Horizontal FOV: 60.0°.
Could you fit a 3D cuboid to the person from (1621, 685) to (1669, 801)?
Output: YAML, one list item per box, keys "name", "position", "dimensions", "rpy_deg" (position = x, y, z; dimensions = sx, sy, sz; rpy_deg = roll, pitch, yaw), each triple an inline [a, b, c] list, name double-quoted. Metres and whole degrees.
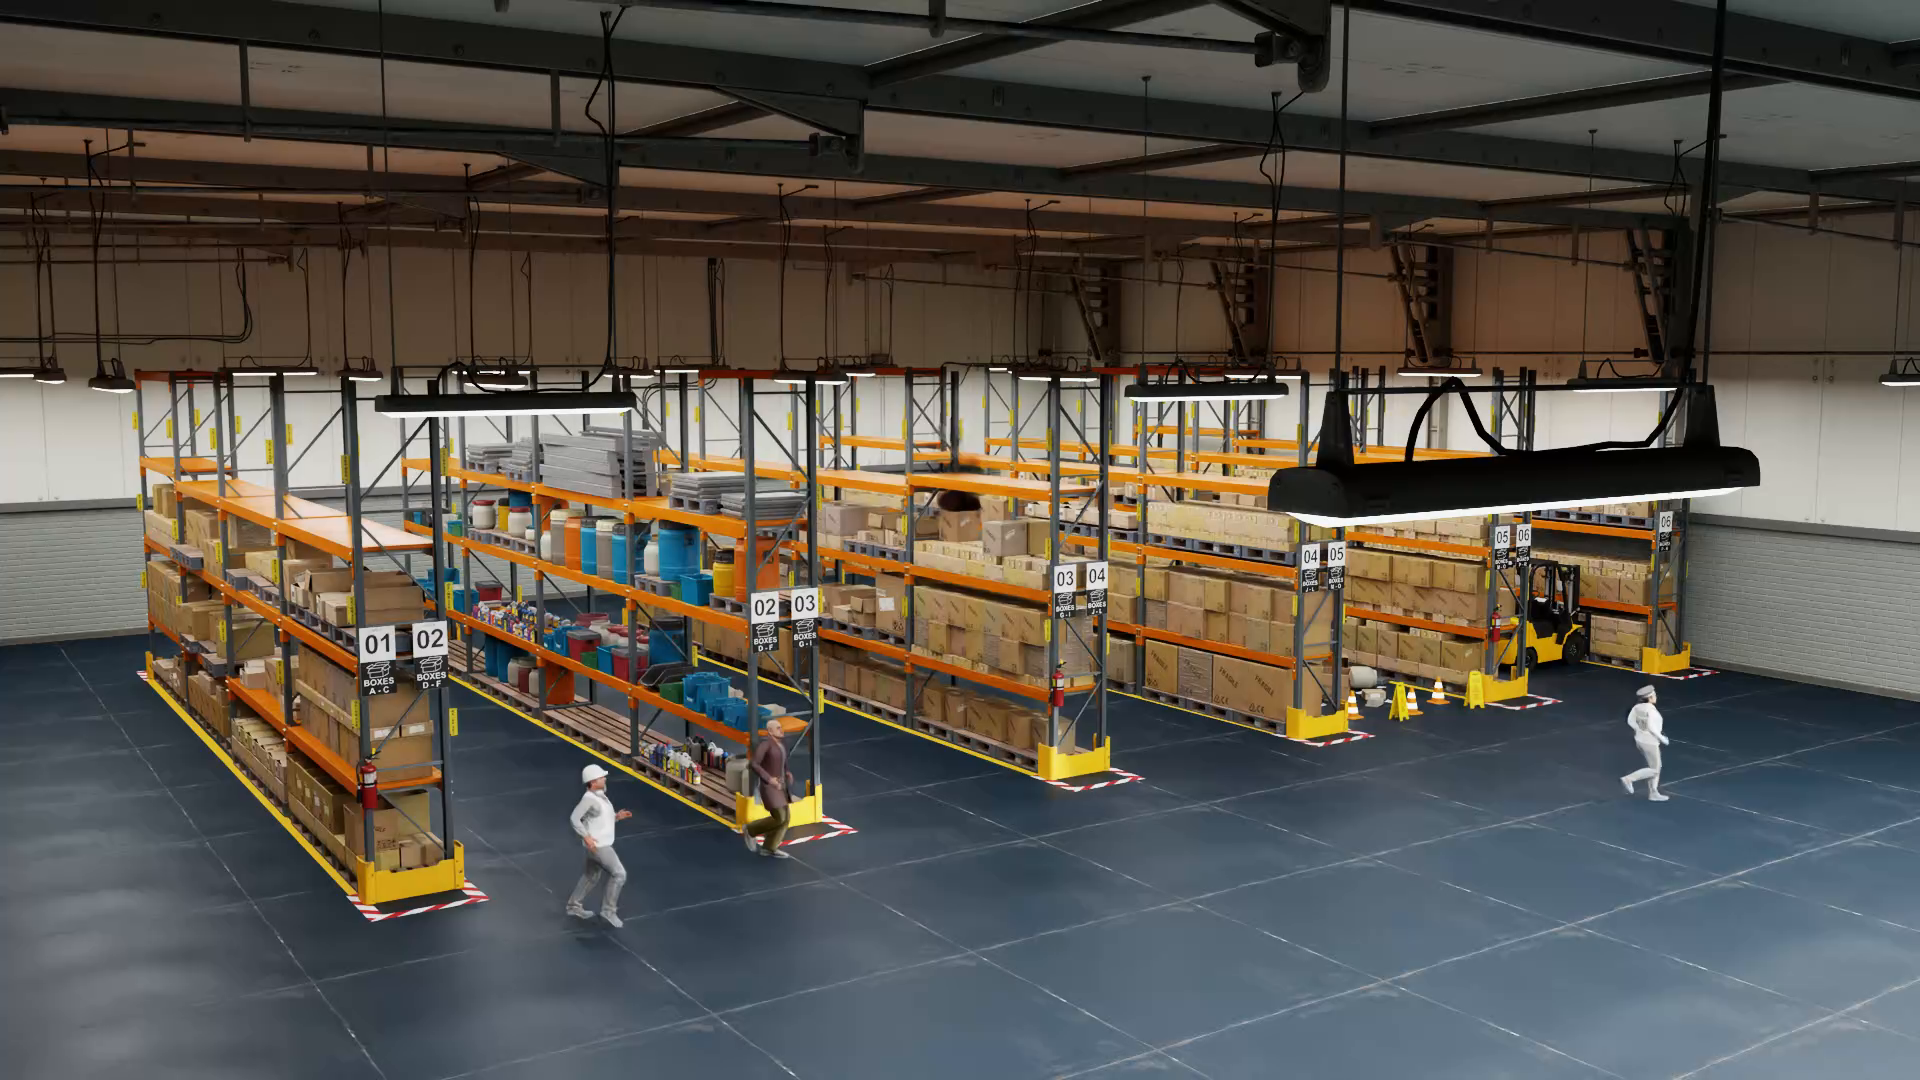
- name: "person"
  position: [9.657, 2.860, 23.430]
  dimensions: [0.729, 1.659, 0.631]
  rpy_deg: [-1, 6, -6]

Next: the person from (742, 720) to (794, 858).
- name: "person"
  position: [-2.385, 3.118, 20.950]
  dimensions: [0.622, 1.732, 0.736]
  rpy_deg: [2, 7, 20]

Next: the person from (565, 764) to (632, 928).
- name: "person"
  position: [-4.001, 3.386, 18.388]
  dimensions: [0.752, 1.831, 0.627]
  rpy_deg: [-1, 7, -10]
